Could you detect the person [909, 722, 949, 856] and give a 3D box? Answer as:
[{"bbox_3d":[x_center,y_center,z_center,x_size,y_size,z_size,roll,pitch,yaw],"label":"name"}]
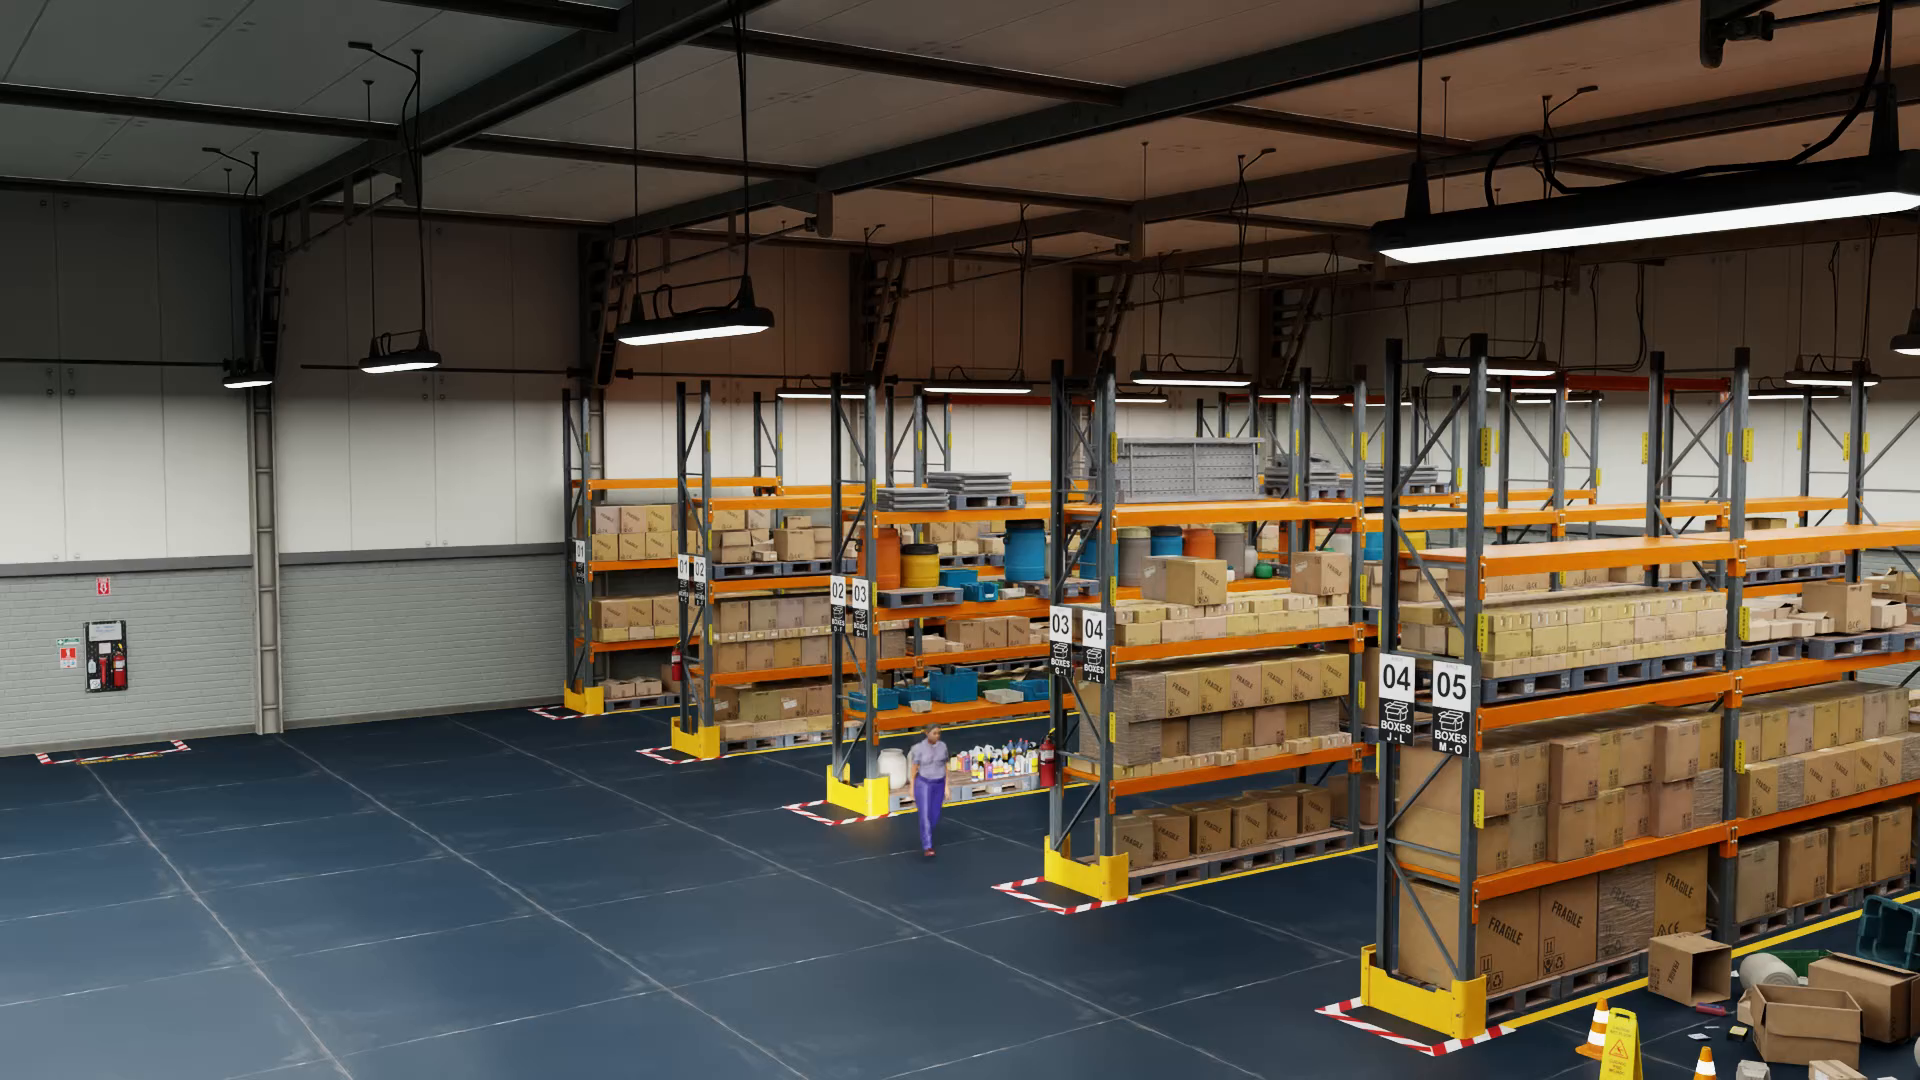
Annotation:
[{"bbox_3d":[-0.371,3.047,20.514,0.493,1.621,0.856,-2,4,-30],"label":"person"}]
